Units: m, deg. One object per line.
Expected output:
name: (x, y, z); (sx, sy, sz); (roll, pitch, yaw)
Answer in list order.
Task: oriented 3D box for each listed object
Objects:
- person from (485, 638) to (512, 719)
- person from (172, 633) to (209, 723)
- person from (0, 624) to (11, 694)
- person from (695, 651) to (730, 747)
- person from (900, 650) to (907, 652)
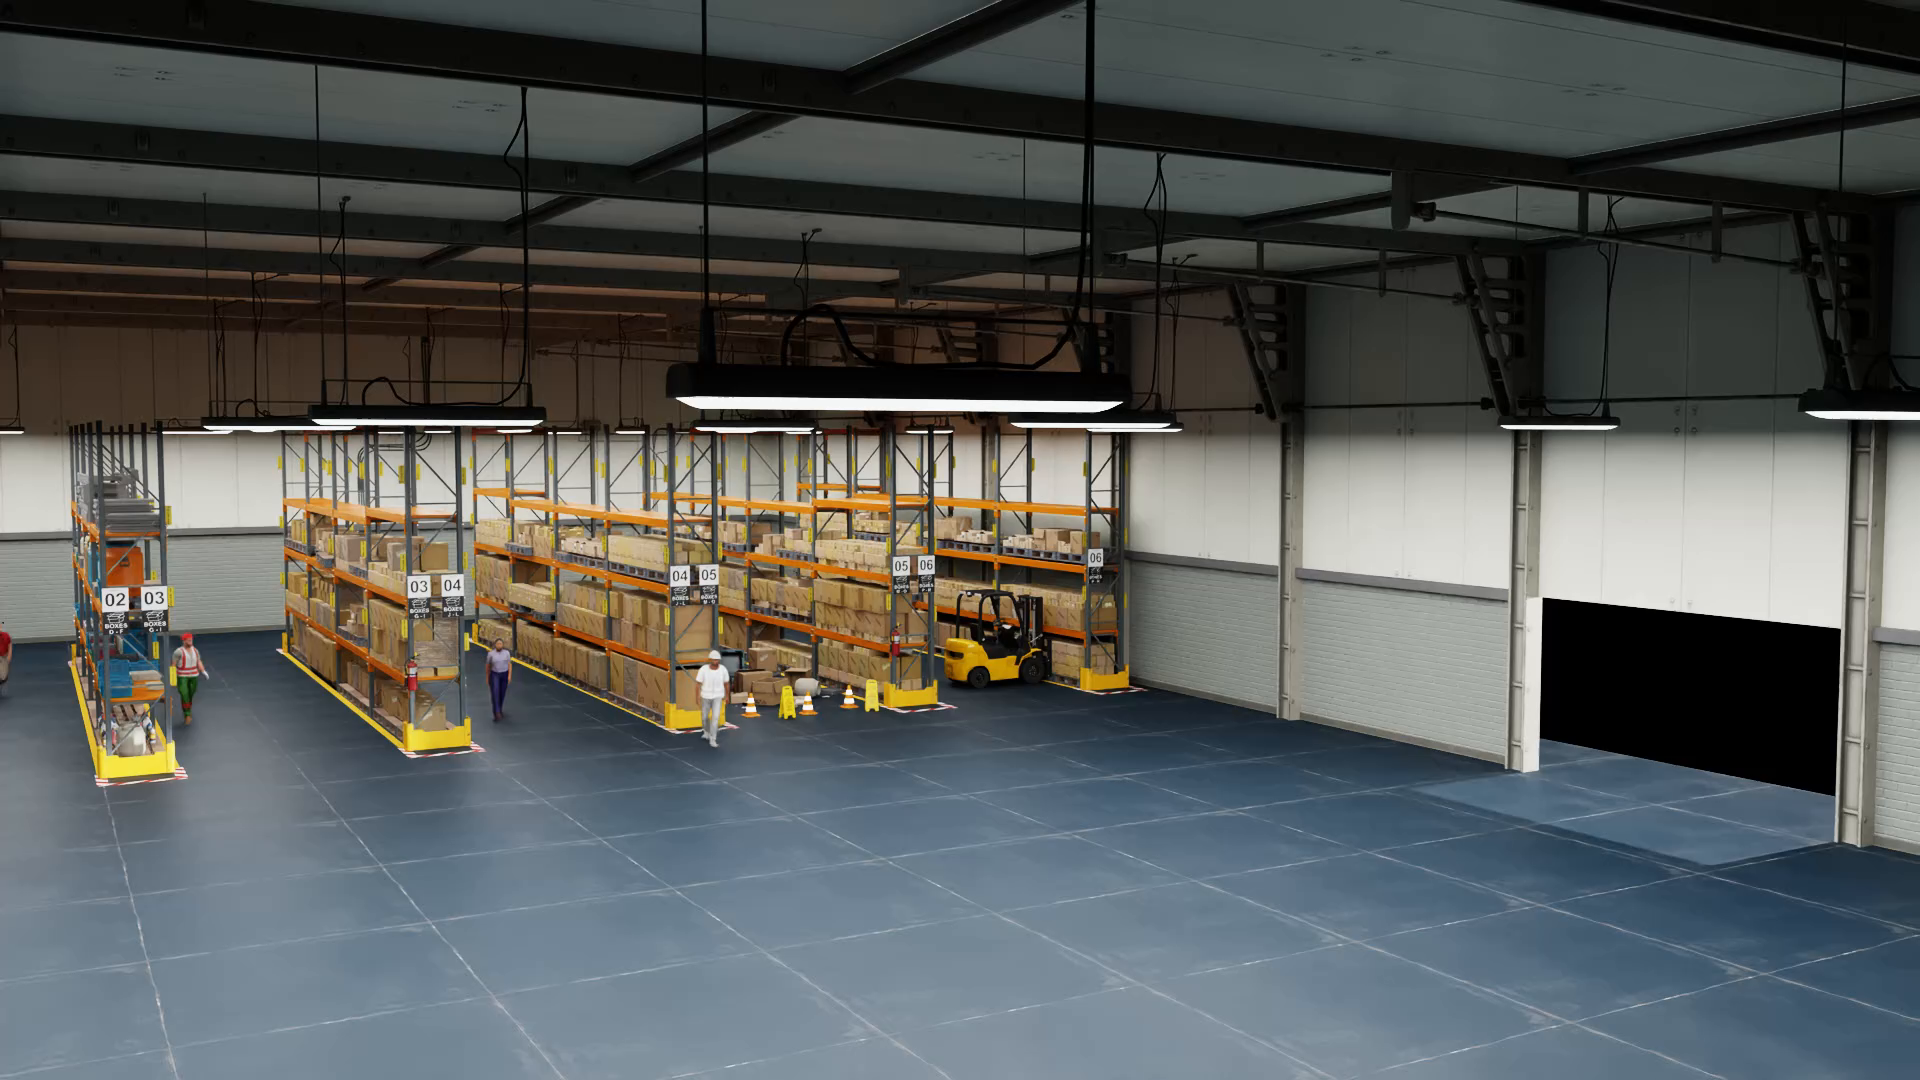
person: (-9.390, 2.804, 33.917); (0.516, 1.601, 0.949); (-3, 4, -36)
person: (-15.527, 2.752, 33.536); (0.656, 1.751, 0.969); (-3, 5, -42)
person: (-21.186, 2.639, 36.541); (0.608, 1.681, 0.597); (-3, 4, -38)
person: (-4.626, 2.939, 31.089); (0.659, 1.744, 0.872); (-1, 4, -14)
person: (-1.361, 2.297, 39.698); (0.705, 1.634, 0.823); (-2, 4, -28)
